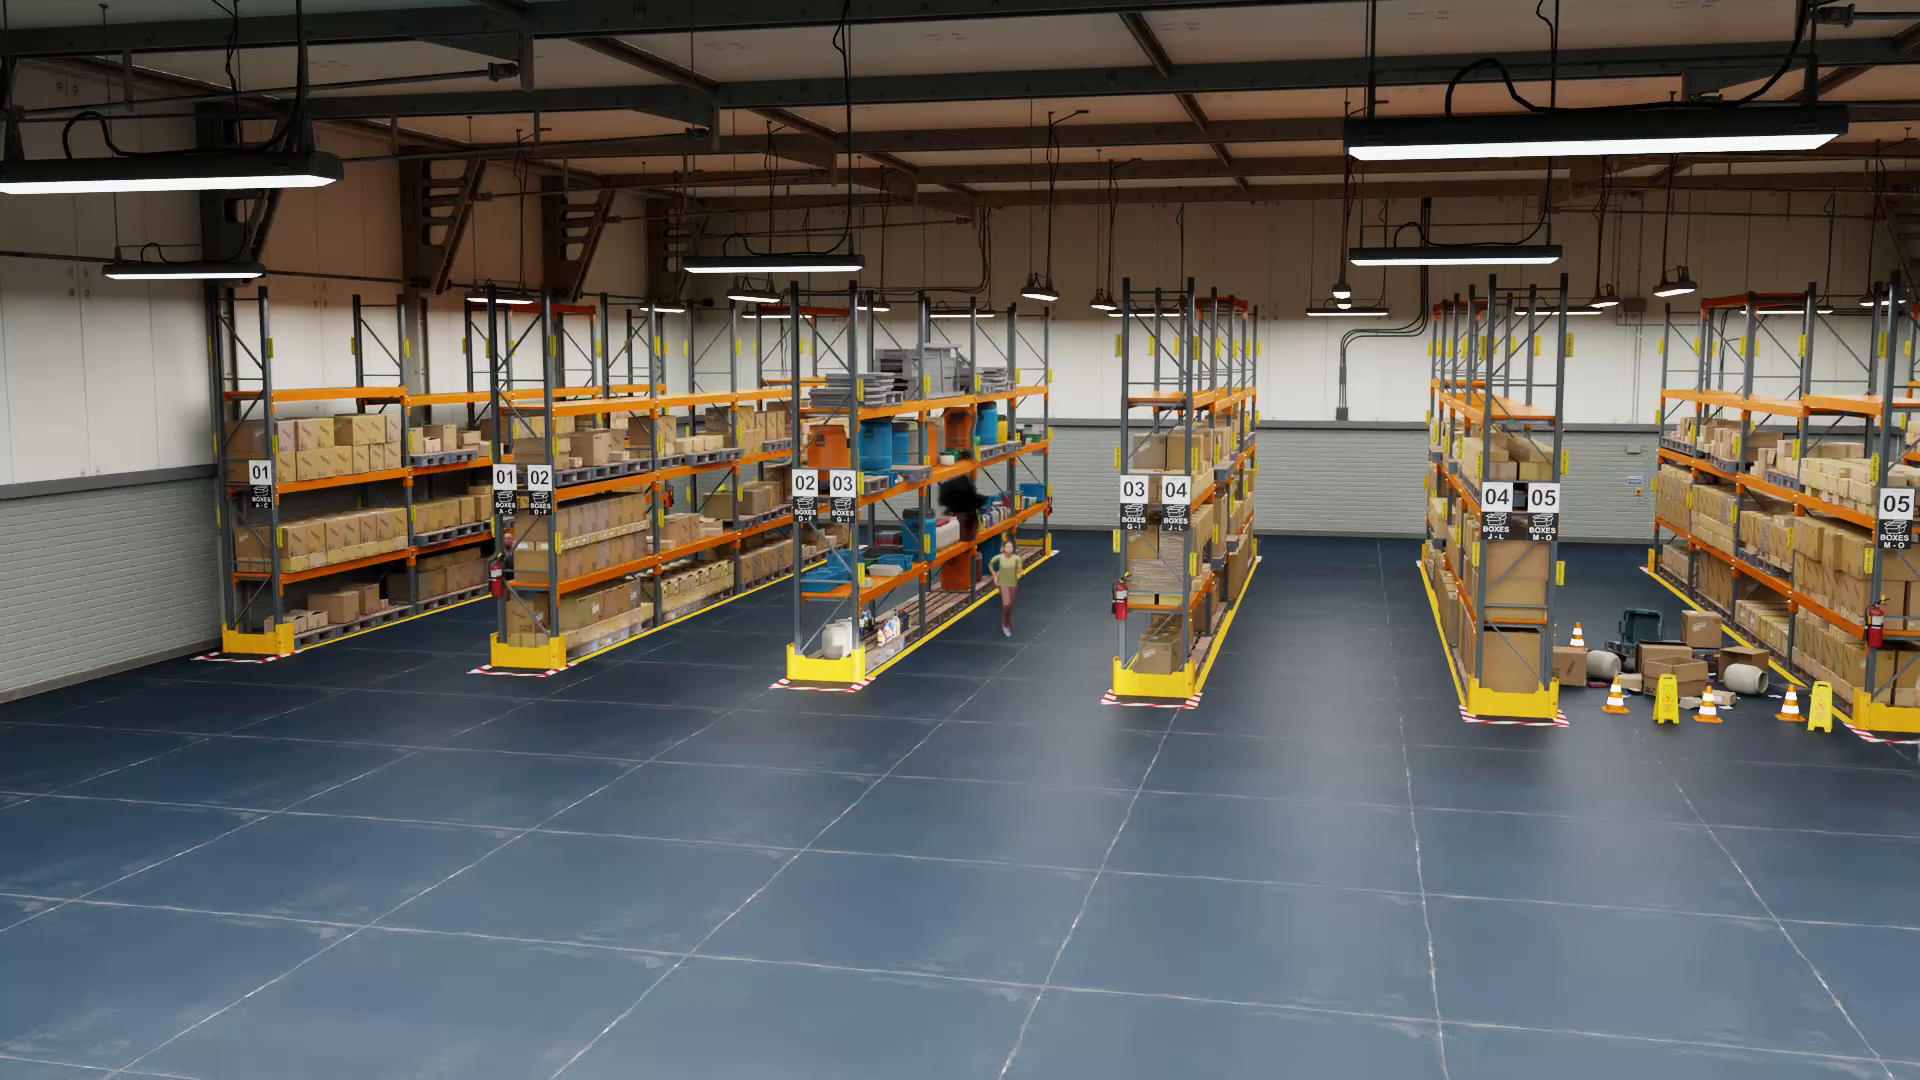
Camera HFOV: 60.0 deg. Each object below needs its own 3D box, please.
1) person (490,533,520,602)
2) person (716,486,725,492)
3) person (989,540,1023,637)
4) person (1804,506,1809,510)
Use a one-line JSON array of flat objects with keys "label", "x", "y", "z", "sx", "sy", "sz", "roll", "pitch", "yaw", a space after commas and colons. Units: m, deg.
[{"label": "person", "x": -7.996, "y": 0.739, "z": 29.533, "sx": 0.635, "sy": 1.753, "sz": 0.907, "roll": 0, "pitch": 7, "yaw": -3}, {"label": "person", "x": -5.695, "y": -0.428, "z": 39.862, "sx": 0.683, "sy": 1.743, "sz": 0.850, "roll": 1, "pitch": 7, "yaw": 9}, {"label": "person", "x": 0.819, "y": 0.839, "z": 29.075, "sx": 0.579, "sy": 1.696, "sz": 0.740, "roll": -1, "pitch": 7, "yaw": -12}, {"label": "person", "x": 17.770, "y": 0.125, "z": 35.063, "sx": 0.732, "sy": 1.745, "sz": 0.739, "roll": -1, "pitch": 7, "yaw": -10}]
